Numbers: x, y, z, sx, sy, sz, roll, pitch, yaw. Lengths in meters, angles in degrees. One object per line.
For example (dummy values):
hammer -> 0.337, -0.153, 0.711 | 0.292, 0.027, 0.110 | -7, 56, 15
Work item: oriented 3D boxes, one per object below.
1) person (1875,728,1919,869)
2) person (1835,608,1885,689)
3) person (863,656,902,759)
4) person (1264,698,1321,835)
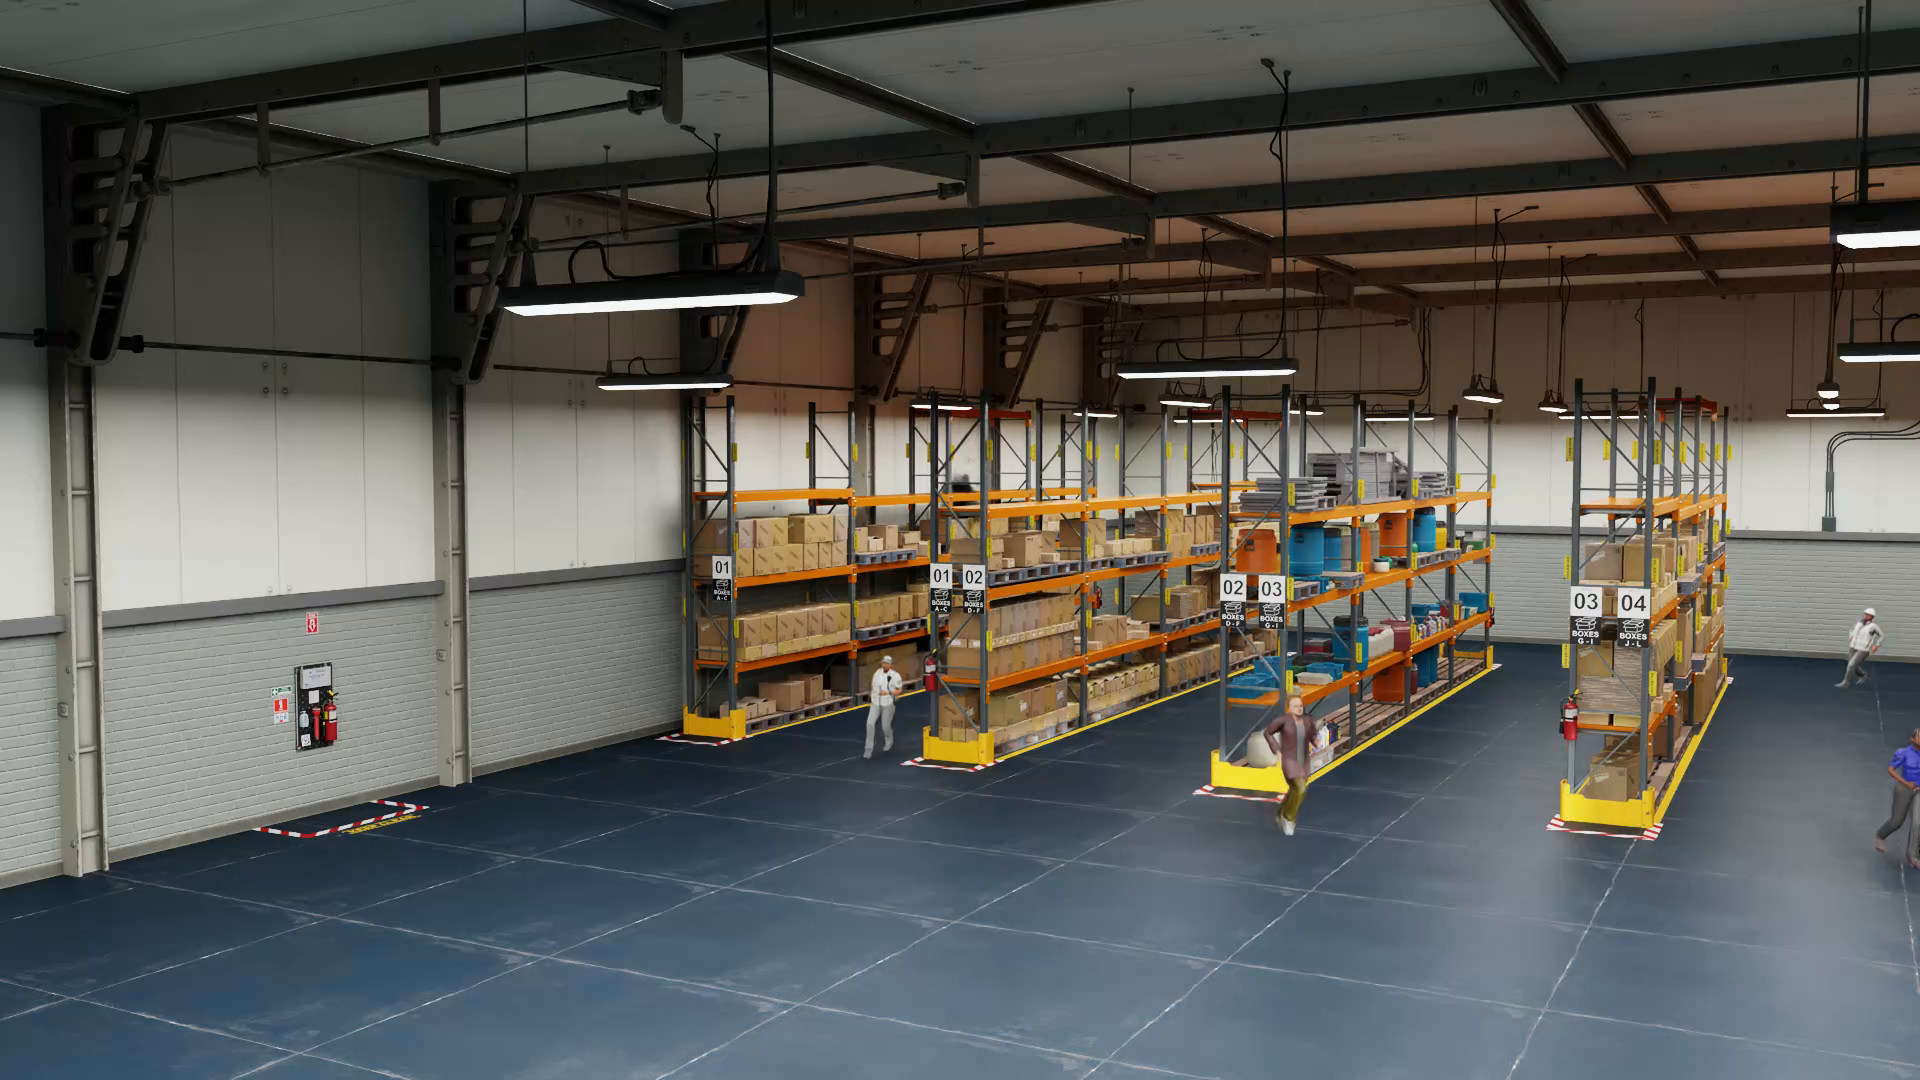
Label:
person -> 11.668, 3.110, 20.328 | 0.627, 1.636, 0.864 | 0, 3, 7
person -> 18.923, 2.293, 34.992 | 0.899, 1.716, 0.707 | -1, 3, -14
person -> -1.238, 2.742, 27.487 | 0.621, 1.685, 0.862 | 1, 3, 18
person -> 4.429, 2.980, 21.894 | 0.658, 1.818, 0.783 | -1, 3, -25
